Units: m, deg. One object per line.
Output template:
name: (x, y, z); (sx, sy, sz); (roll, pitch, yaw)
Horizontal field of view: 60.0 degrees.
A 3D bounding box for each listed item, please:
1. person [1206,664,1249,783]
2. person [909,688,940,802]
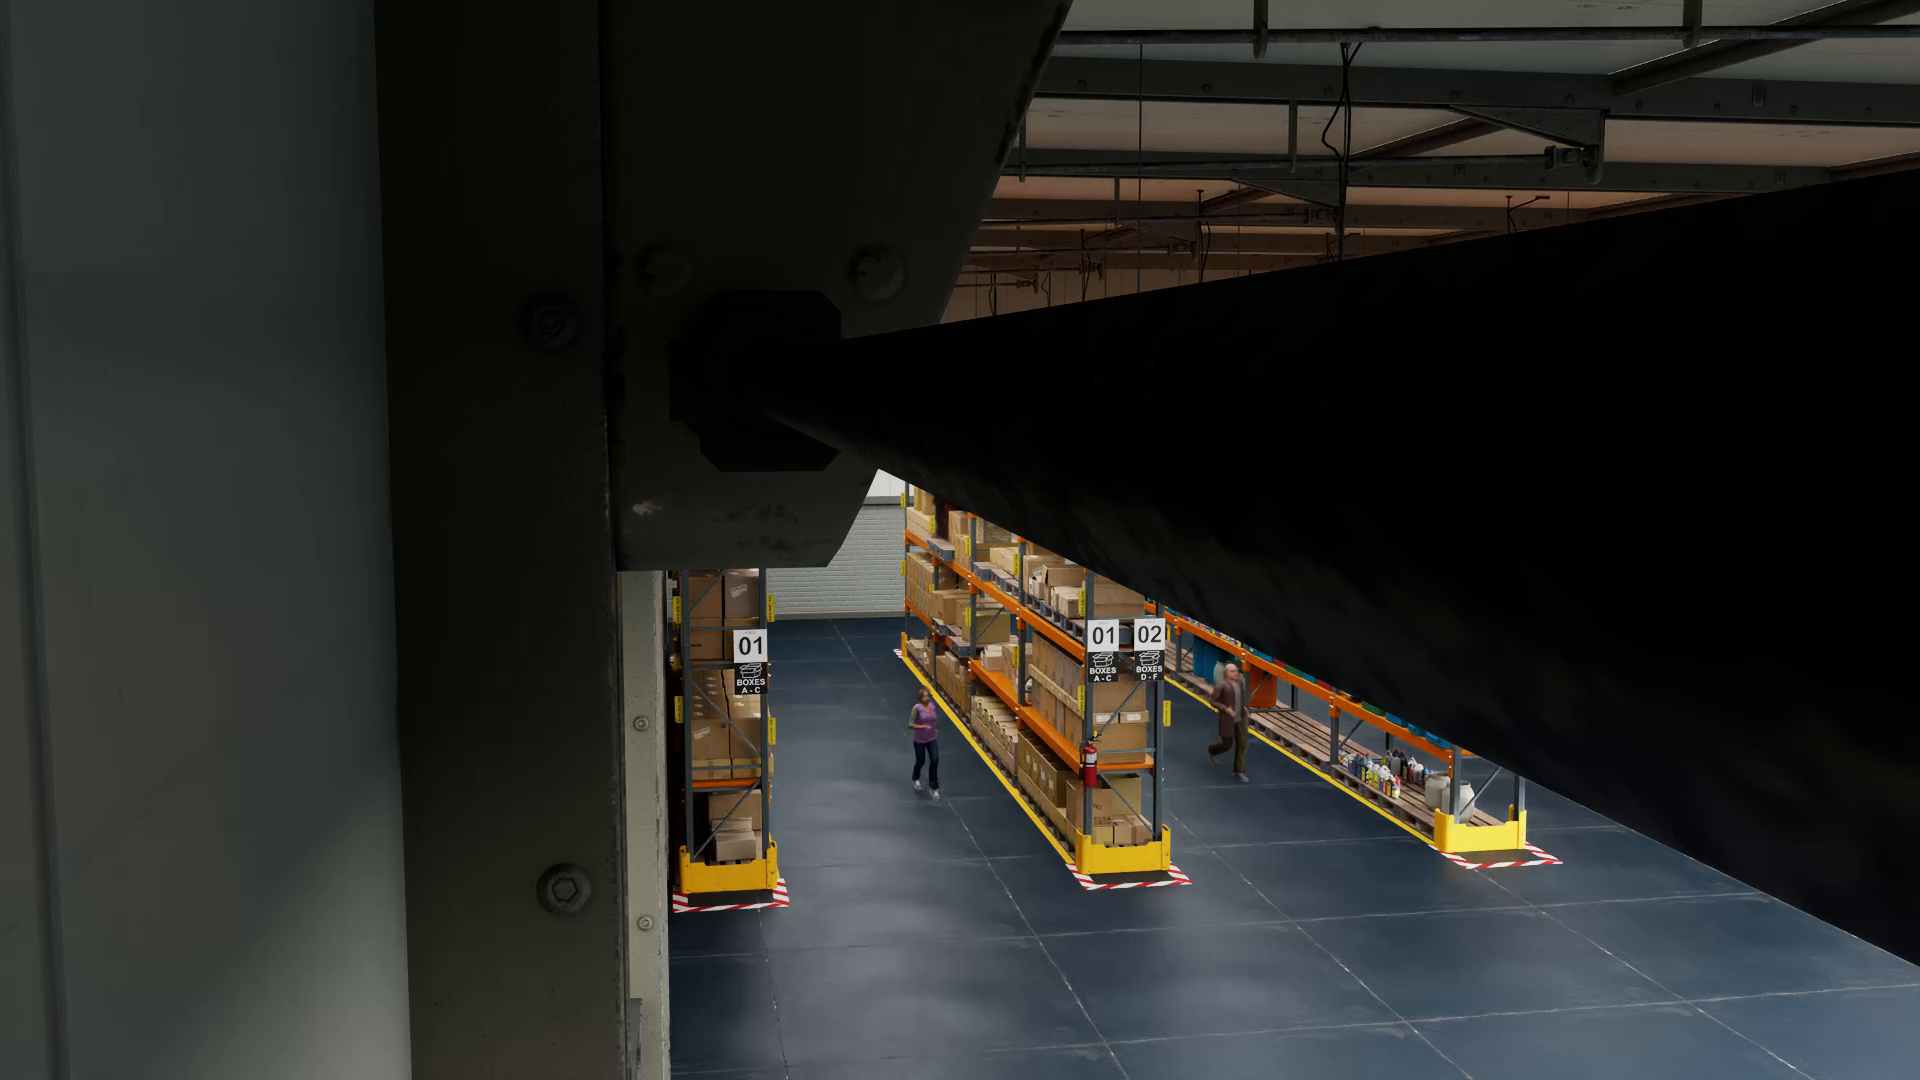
person: (4.183, 2.794, 25.743); (0.710, 1.780, 0.972); (-3, 7, -25)
person: (-0.533, 2.987, 24.555); (0.524, 1.641, 0.766); (-2, 6, -22)
